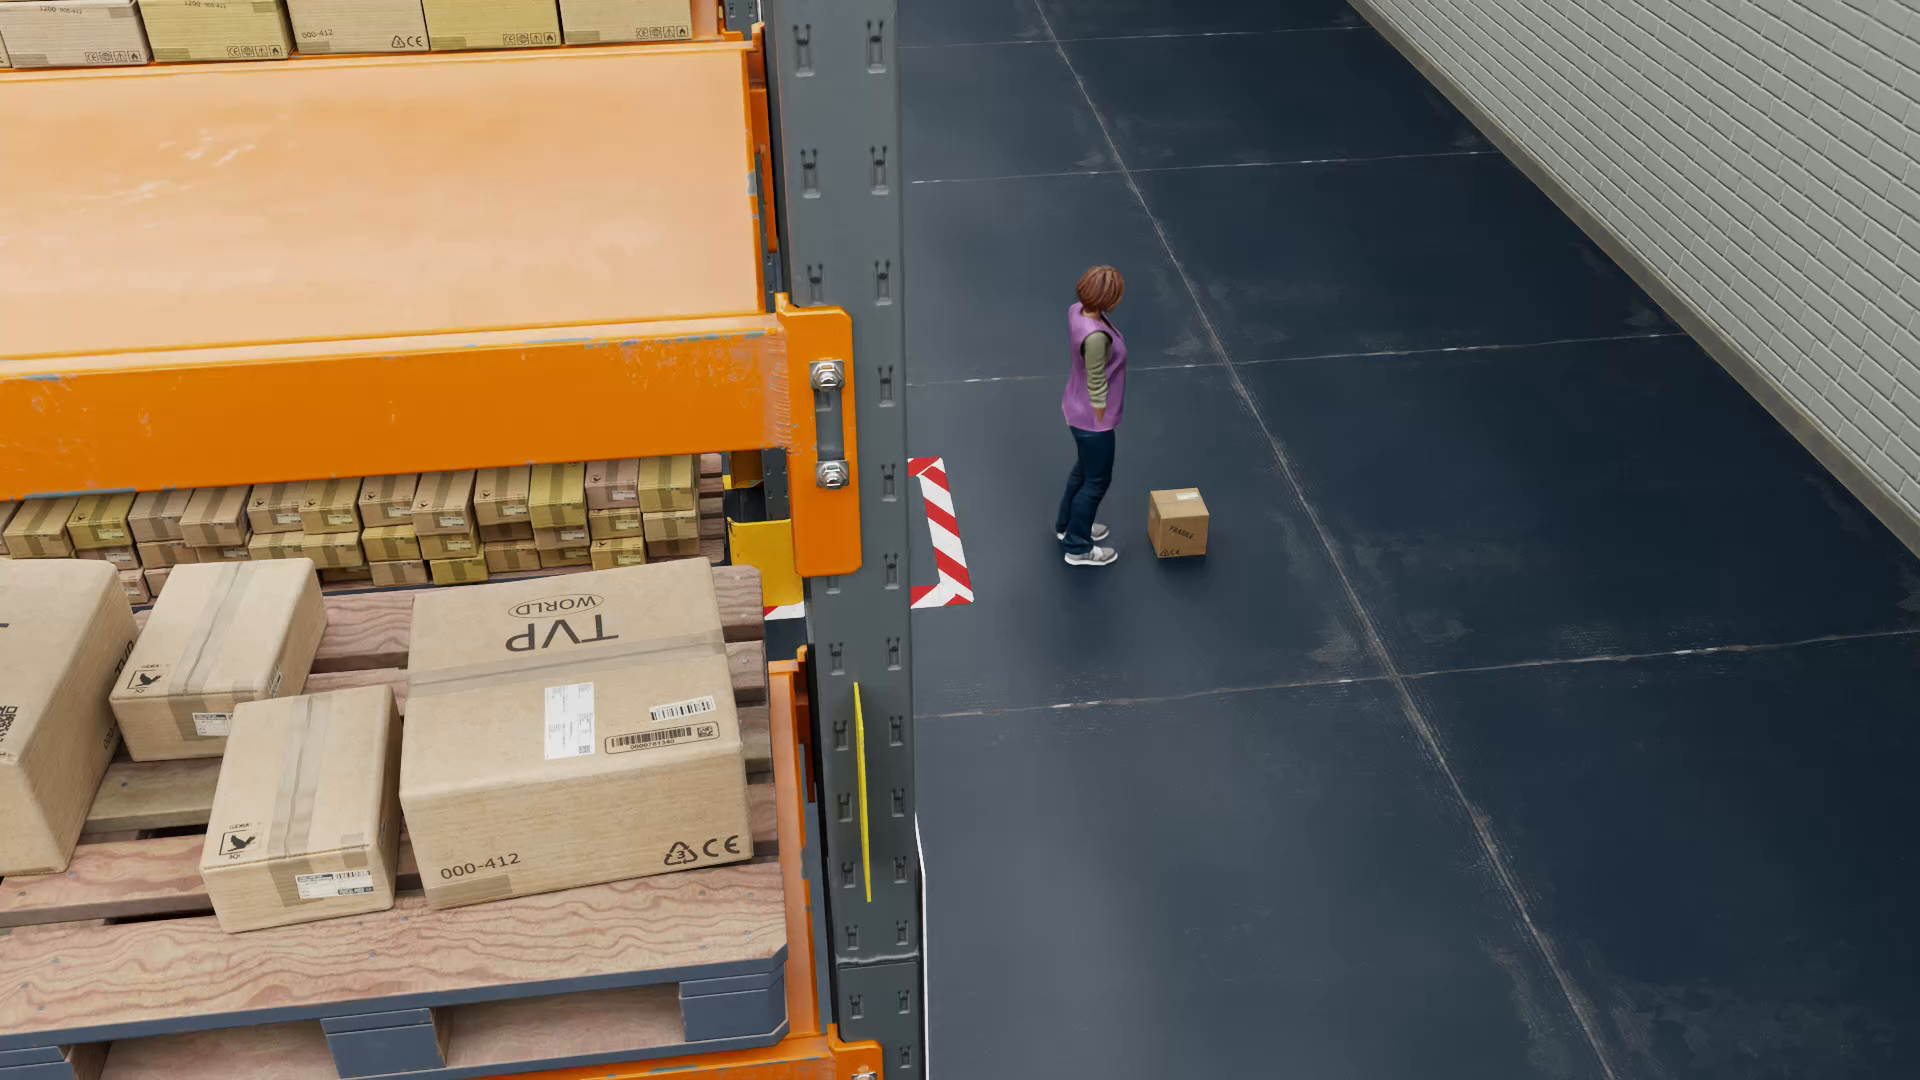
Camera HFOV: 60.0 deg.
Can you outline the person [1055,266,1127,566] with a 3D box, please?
[{"bbox_3d":[0.647,-0.606,8.155,0.300,1.582,0.407,-4,35,-5],"label":"person"}]
